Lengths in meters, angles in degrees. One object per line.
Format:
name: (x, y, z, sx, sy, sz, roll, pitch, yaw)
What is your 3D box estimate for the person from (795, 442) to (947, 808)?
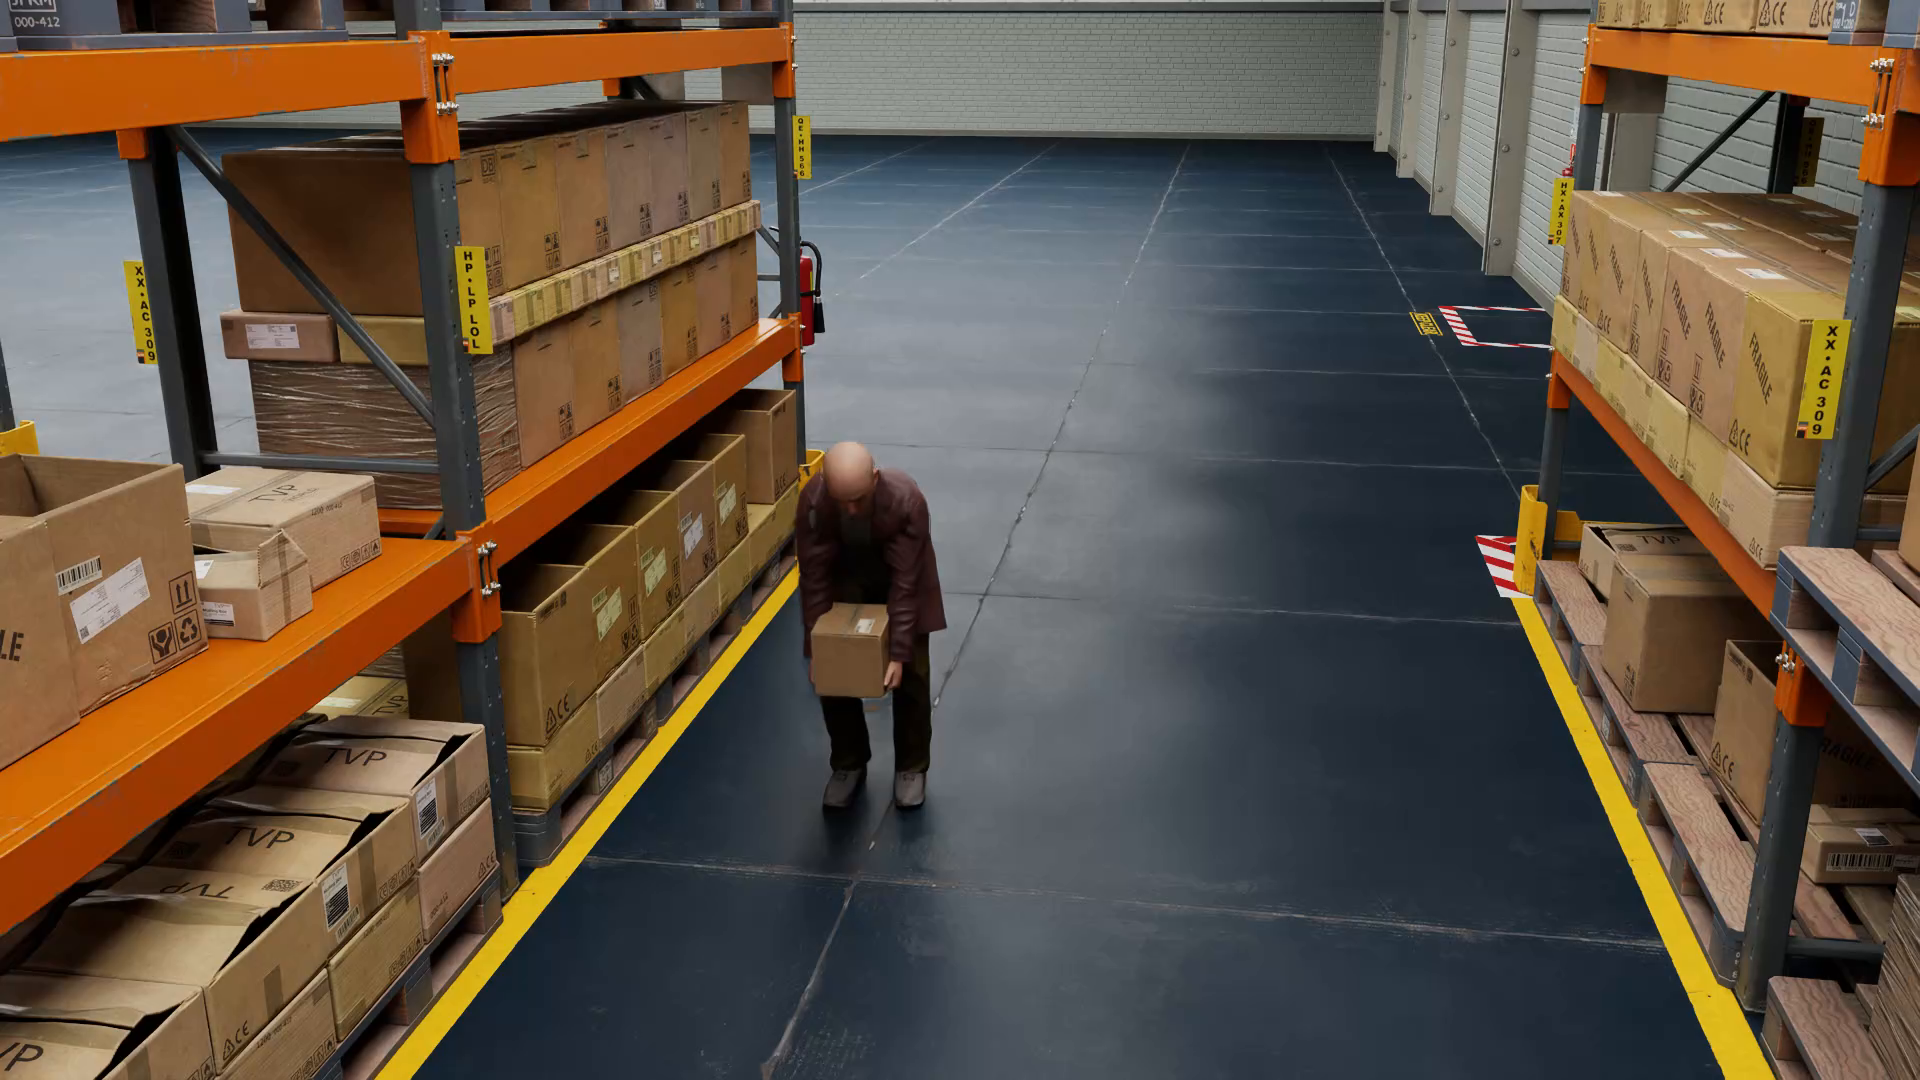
person: (-0.345, 0.305, 6.082, 0.545, 1.500, 0.815, 3, 18, 8)
